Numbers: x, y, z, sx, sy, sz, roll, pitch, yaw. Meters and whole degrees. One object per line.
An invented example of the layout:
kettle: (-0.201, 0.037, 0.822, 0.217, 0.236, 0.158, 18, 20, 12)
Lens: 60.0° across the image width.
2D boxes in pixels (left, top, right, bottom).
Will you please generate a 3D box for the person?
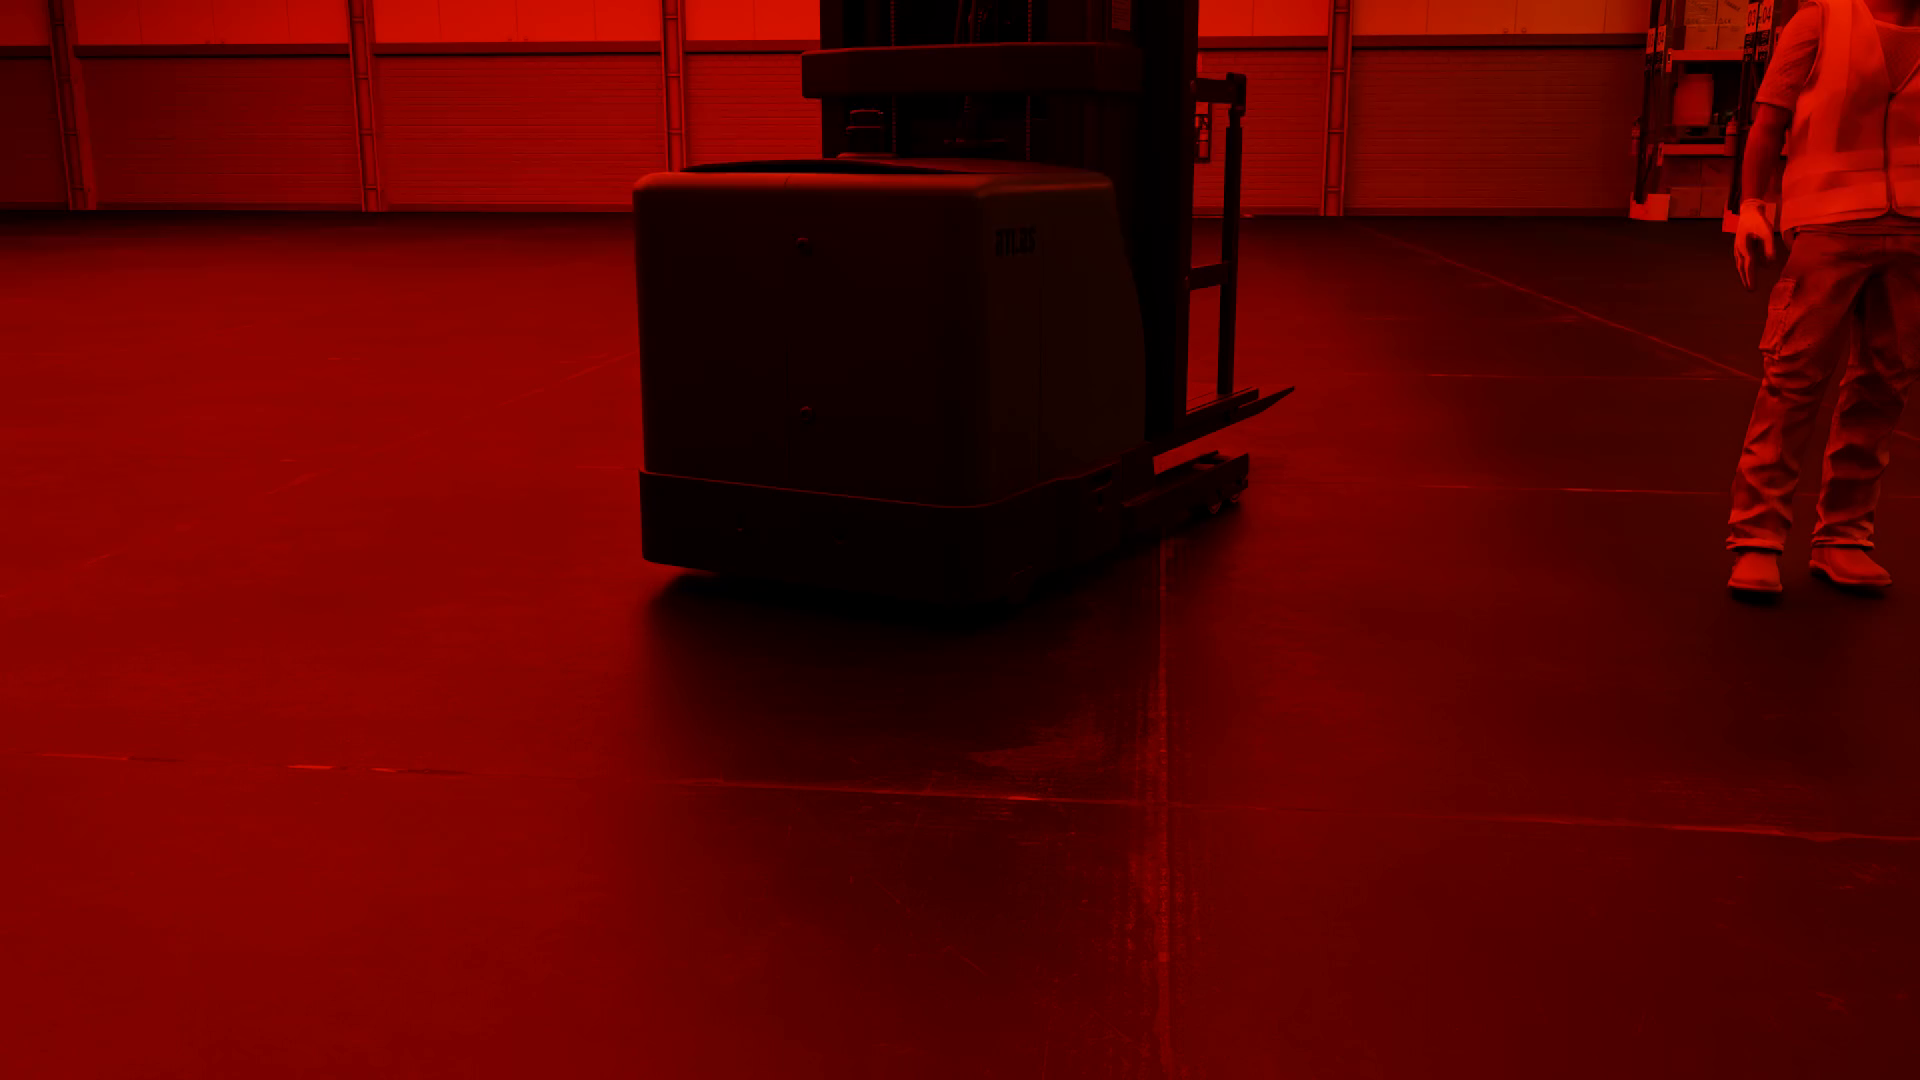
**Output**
person: (2.341, -0.761, 4.252, 0.657, 1.784, 0.577, 2, 13, 10)

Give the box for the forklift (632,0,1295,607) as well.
forklift: (0.299, -1.552, 5.146, 1.130, 2.935, 3.031, 7, 15, 28)
